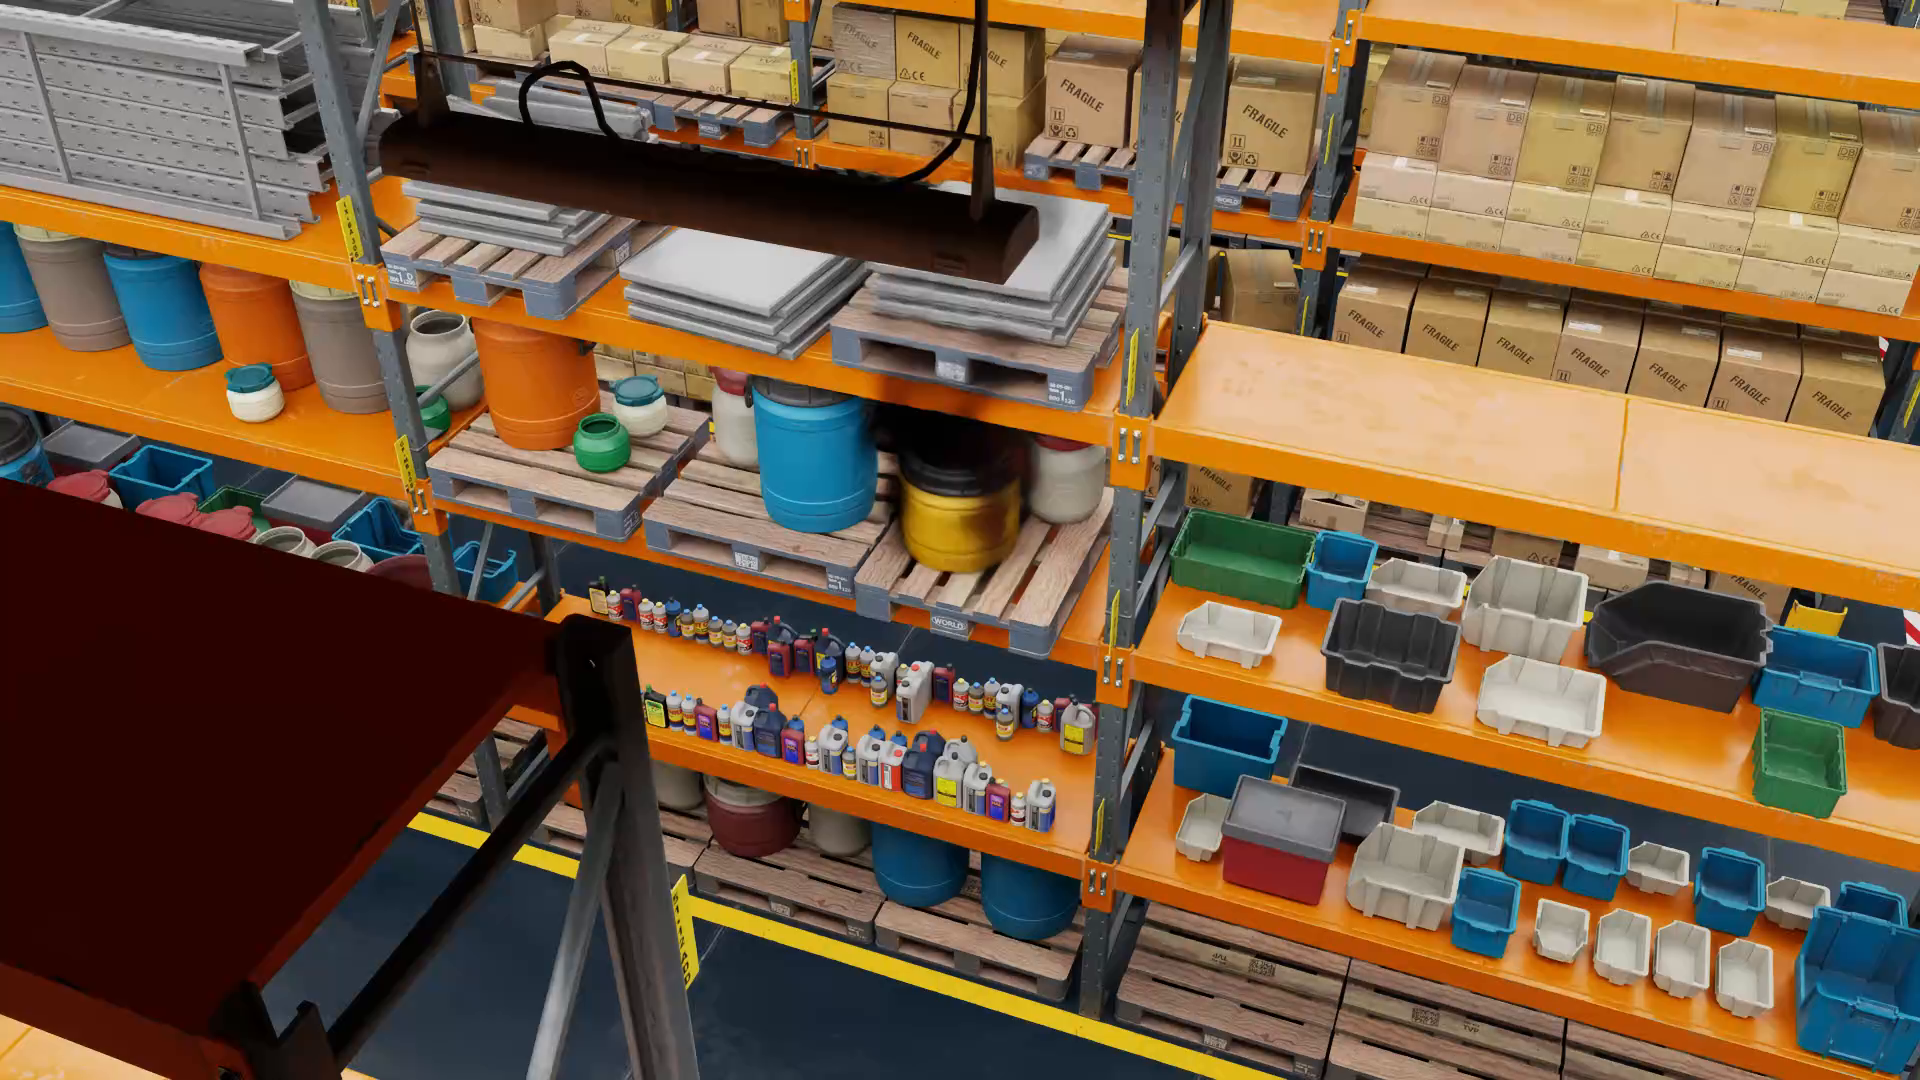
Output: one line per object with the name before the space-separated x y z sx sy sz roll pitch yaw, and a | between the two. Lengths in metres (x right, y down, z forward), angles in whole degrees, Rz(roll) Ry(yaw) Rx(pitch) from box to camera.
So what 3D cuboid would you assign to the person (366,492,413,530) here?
person | -4.627 -0.632 12.836 0.591 1.682 0.658 8 37 10
